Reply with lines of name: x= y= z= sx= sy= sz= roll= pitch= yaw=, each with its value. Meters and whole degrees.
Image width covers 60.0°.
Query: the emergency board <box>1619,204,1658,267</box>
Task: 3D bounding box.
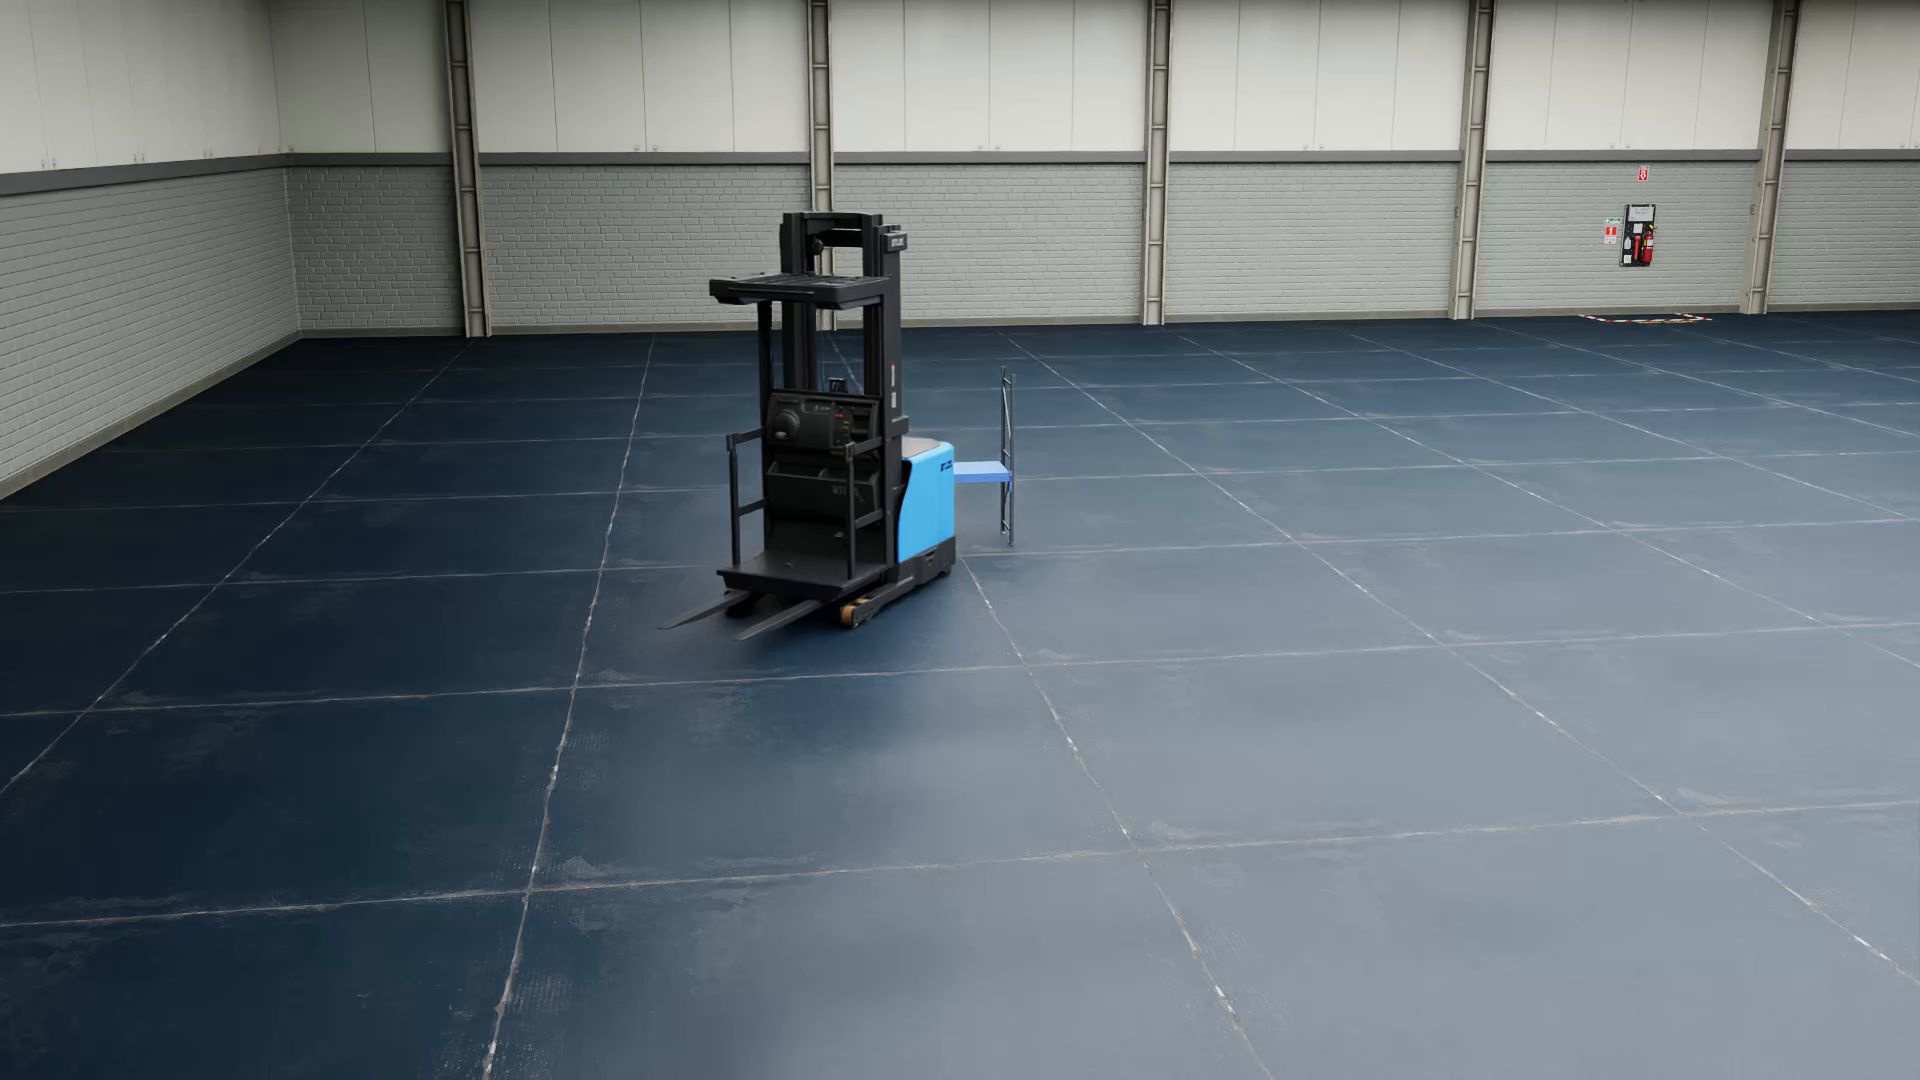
emergency board: x=12.941 y=-5.784 z=31.617 sx=0.643 sy=1.169 sz=0.194 roll=-2 pitch=14 yaw=-8

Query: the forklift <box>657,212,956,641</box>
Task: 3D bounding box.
forklift: x=-1.124 y=-0.900 z=12.284 sx=1.130 sy=2.935 sz=3.031 roll=7 pitch=16 yaw=25

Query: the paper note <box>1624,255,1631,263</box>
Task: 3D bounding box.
paper note: x=12.755 y=-5.367 z=31.765 sx=0.142 sy=0.148 sz=0.016 roll=-2 pitch=14 yaw=-8

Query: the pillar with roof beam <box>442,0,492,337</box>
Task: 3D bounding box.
pillar with roof beam: x=-7.701 y=-6.869 z=23.611 sx=0.400 sy=9.000 sz=9.100 roll=-2 pitch=14 yaw=-8

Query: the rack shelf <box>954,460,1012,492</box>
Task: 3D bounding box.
rack shelf: x=-0.084 y=-0.550 z=14.571 sx=1.000 sy=0.185 sz=0.538 roll=-2 pitch=14 yaw=-8

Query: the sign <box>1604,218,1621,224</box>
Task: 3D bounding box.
sign: x=12.384 y=-6.061 z=31.560 sx=0.331 sy=0.109 sz=0.001 roll=-2 pitch=14 yaw=-8

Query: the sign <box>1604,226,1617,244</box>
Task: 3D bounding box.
sign: x=12.378 y=-5.806 z=31.632 sx=0.234 sy=0.329 sz=0.001 roll=-2 pitch=14 yaw=-8

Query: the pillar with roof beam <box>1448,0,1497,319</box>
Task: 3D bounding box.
pillar with roof beam: x=10.098 y=-7.521 z=26.212 sx=0.400 sy=9.000 sz=9.100 roll=-2 pitch=14 yaw=-8

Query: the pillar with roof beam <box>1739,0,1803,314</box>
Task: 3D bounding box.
pillar with roof beam: x=16.031 y=-7.738 z=27.079 sx=0.400 sy=9.000 sz=9.100 roll=-2 pitch=14 yaw=-8

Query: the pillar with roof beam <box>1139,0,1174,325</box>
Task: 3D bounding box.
pillar with roof beam: x=4.165 y=-7.303 z=25.345 sx=0.400 sy=9.000 sz=9.100 roll=-2 pitch=14 yaw=-8

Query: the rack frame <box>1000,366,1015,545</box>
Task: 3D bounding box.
rack frame: x=0.418 y=-0.743 z=14.601 sx=0.032 sy=1.500 sz=0.500 roll=-2 pitch=14 yaw=-8

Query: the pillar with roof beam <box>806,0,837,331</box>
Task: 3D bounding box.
pillar with roof beam: x=-1.768 y=-7.086 z=24.478 sx=0.400 sy=9.000 sz=9.100 roll=-2 pitch=14 yaw=-8

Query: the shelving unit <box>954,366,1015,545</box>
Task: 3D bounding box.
shelving unit: x=-0.084 y=-0.724 z=14.527 sx=1.048 sy=1.500 sz=0.538 roll=-2 pitch=14 yaw=-8

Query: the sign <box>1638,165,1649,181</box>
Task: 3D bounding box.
sign: x=12.918 y=-6.932 z=31.430 sx=0.199 sy=0.298 sz=0.001 roll=-2 pitch=14 yaw=-8
